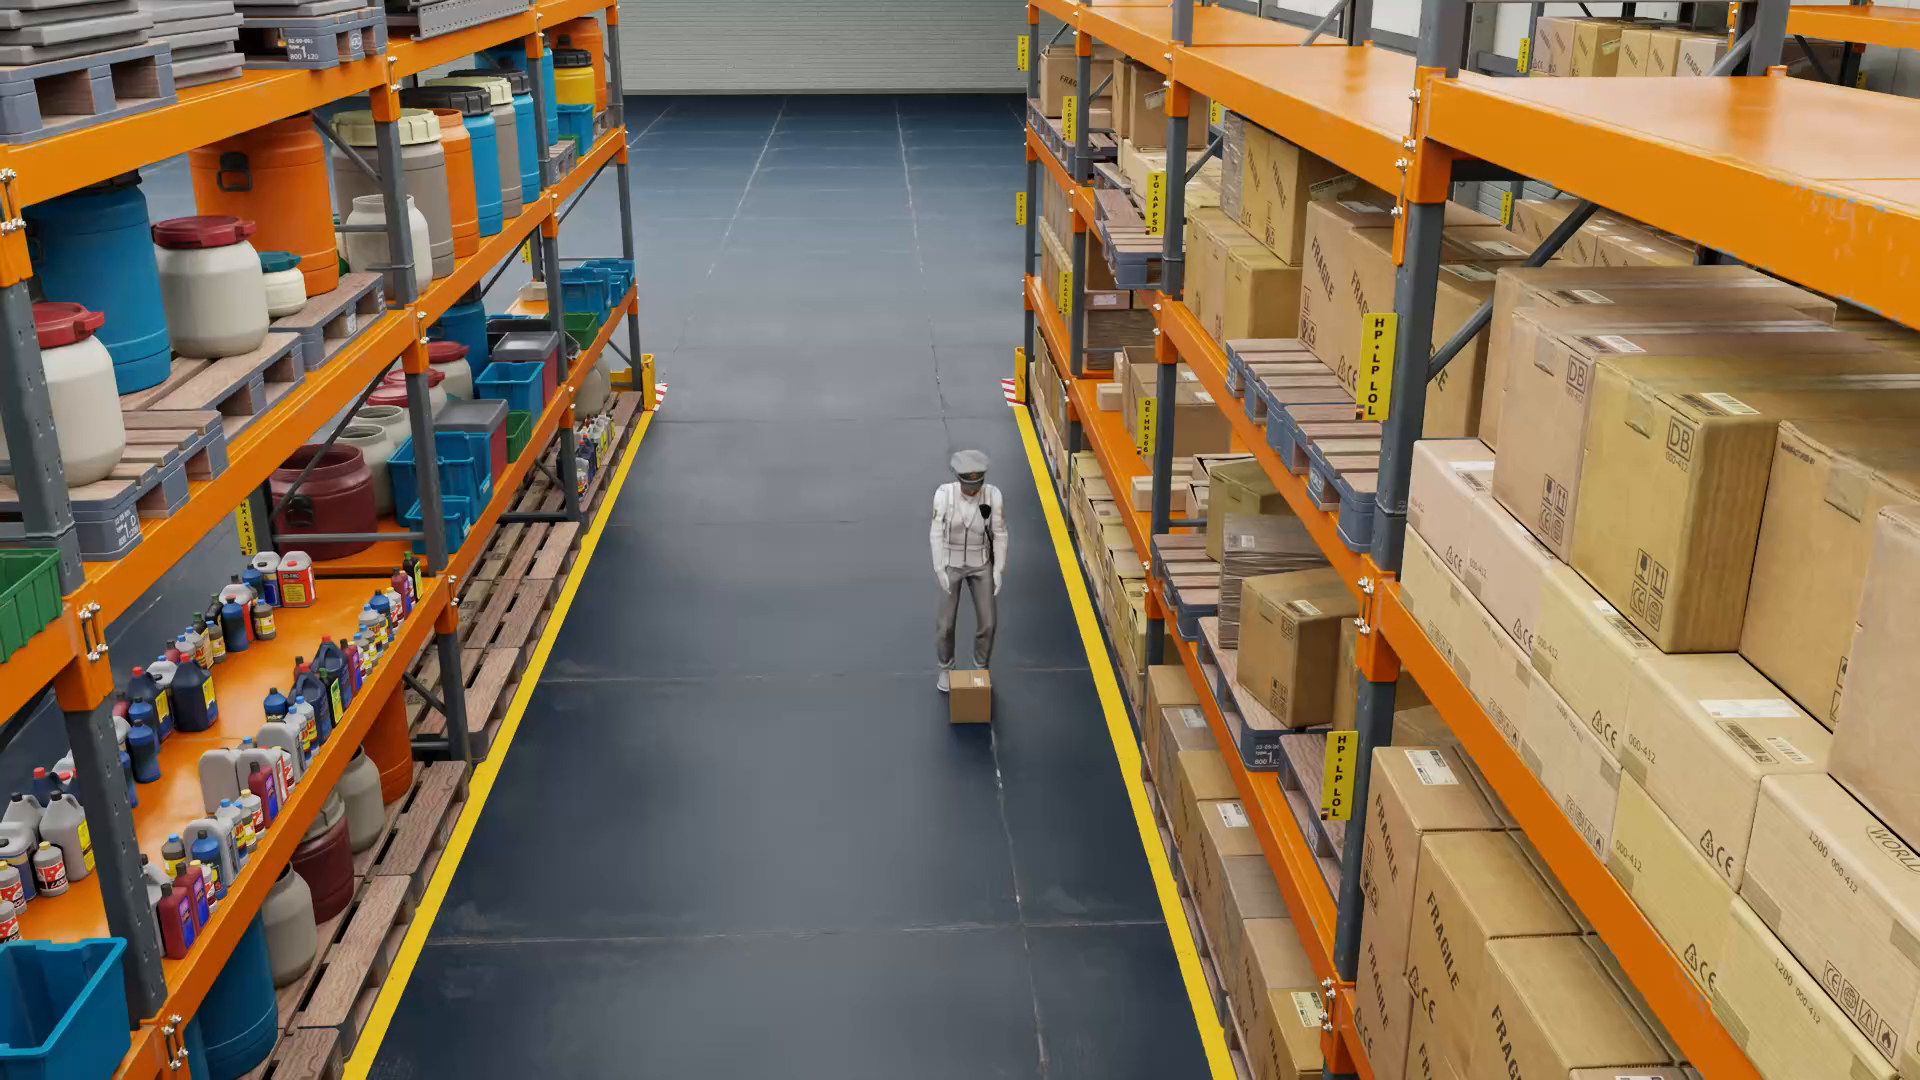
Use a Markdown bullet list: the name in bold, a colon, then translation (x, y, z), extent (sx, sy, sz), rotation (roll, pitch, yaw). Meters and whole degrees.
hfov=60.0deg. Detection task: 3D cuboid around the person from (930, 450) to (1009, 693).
- **person**: translation (0.059, 0.195, 10.645), extent (0.504, 1.616, 0.465), rotation (-1, 21, -2)
